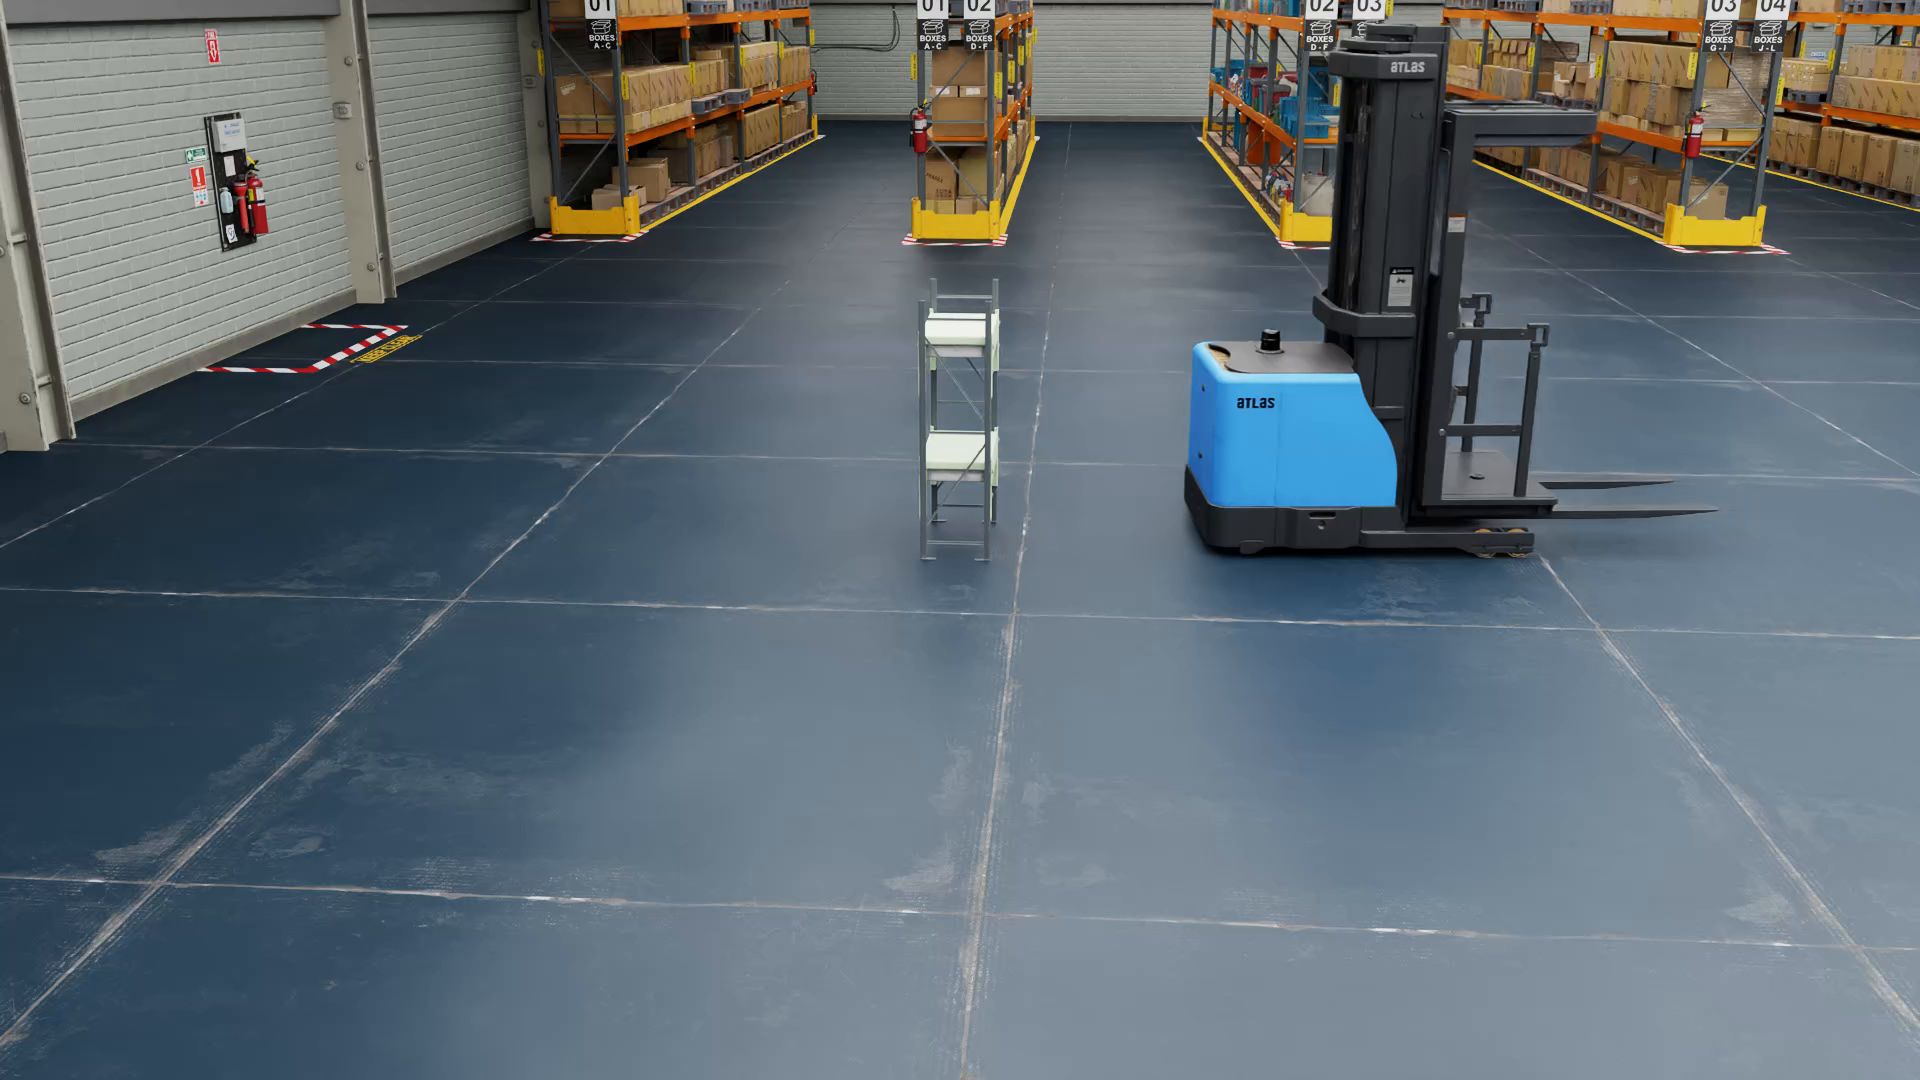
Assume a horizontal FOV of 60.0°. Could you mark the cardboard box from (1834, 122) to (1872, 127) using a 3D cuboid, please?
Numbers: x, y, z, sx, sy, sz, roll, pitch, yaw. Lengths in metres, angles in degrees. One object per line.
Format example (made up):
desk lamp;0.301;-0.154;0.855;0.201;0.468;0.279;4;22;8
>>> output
cardboard box;15.633;-7.203;29.224;0.500;0.250;0.500;0;18;1

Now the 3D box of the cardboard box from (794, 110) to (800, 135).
cardboard box;-3.868;-9.065;36.111;0.700;0.500;0.500;1;18;2

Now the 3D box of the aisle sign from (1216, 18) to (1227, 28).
aisle sign;5.744;-11.628;36.417;0.394;0.787;0.004;1;18;4

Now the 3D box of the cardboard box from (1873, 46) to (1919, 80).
cardboard box;15.230;-7.693;26.818;0.700;0.500;0.500;1;18;3

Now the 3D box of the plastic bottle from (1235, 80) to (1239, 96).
plastic bottle;5.170;-8.412;30.966;0.061;0.283;0.133;1;18;4

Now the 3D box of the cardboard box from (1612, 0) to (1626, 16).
cardboard box;9.828;-7.746;24.169;0.500;0.250;0.500;1;18;2

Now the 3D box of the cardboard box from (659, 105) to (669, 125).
cardboard box;-4.538;-6.175;24.159;0.500;0.250;0.500;1;18;4

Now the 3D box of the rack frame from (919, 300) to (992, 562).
rack frame;-0.027;-0.597;9.336;0.400;1.500;0.023;1;18;4

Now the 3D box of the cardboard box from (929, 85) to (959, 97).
cardboard box;-0.215;-5.985;22.168;0.380;0.149;0.250;1;18;3

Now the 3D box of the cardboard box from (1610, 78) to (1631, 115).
cardboard box;9.950;-6.422;24.066;0.875;0.500;0.500;1;18;4

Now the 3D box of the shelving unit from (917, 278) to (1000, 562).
shelving unit;0.000;-0.711;9.683;0.431;1.500;0.755;1;18;4

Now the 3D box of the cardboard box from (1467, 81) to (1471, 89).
cardboard box;10.421;-9.153;33.443;0.380;0.149;0.250;1;18;3

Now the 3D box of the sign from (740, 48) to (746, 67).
sign;-3.878;-8.603;29.630;0.100;0.325;0.005;1;18;4

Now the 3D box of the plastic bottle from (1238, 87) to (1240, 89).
plastic bottle;5.157;-8.238;30.567;0.097;0.201;0.097;0;18;0

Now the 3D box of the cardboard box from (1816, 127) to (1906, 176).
cardboard box;15.209;-6.570;28.094;1.050;0.750;0.750;1;18;3

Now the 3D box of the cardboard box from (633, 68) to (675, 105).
cardboard box;-4.509;-6.687;24.519;0.500;0.500;0.500;1;18;2

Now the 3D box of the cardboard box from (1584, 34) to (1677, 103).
cardboard box;10.312;-7.254;25.607;1.000;1.000;1.000;1;18;4

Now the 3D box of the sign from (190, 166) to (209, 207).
sign;-6.594;-3.069;14.416;0.001;0.329;0.234;1;18;4

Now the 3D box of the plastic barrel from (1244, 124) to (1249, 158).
plastic barrel;5.561;-7.436;30.996;0.600;0.588;0.708;1;18;4

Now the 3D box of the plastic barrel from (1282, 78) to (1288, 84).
plastic barrel;5.571;-7.477;27.745;0.421;0.512;0.421;0;18;0

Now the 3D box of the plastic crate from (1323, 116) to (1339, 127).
plastic crate;5.311;-6.001;23.844;0.530;0.136;0.437;1;18;4

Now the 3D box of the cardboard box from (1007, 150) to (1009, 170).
cardboard box;0.513;-6.030;26.351;0.500;0.311;0.500;1;18;4

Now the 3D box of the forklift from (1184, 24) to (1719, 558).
forklift;2.932;-1.453;9.651;3.031;2.935;1.130;0;18;-1

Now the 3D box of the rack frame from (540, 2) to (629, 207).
rack frame;-4.993;-5.615;22.243;1.000;3.000;0.127;1;18;4

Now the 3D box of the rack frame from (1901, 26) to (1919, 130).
rack frame;20.860;-10.032;35.721;1.000;3.000;0.127;1;18;4

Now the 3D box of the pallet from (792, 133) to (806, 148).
pallet;-3.916;-8.632;35.926;1.003;0.211;1.213;1;18;4

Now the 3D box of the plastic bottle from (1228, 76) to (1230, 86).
plastic bottle;5.297;-8.961;32.642;0.061;0.283;0.133;1;18;4

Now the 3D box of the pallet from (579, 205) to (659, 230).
pallet;-4.894;-4.565;23.517;1.003;0.211;1.213;1;18;4

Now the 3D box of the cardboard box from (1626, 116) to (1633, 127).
cardboard box;9.735;-5.958;23.691;0.380;0.149;0.250;1;18;4

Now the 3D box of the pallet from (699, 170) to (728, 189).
pallet;-4.567;-6.154;28.366;1.003;0.211;1.213;1;18;4

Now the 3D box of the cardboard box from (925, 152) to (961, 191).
cardboard box;-0.253;-5.239;23.633;0.500;0.500;0.500;1;18;4

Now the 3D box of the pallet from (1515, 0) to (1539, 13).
pallet;10.395;-9.305;28.990;1.213;0.211;1.003;2;18;6

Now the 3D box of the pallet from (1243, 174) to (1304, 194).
pallet;5.277;-5.936;27.700;1.003;0.211;1.213;1;18;4

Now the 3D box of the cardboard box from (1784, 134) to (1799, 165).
cardboard box;15.169;-7.009;29.837;0.500;0.500;0.500;2;18;6

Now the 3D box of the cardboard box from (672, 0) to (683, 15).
cardboard box;-4.496;-8.177;25.051;0.500;0.500;0.500;2;18;5

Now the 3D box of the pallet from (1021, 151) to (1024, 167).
pallet;0.703;-7.274;31.784;1.003;0.211;1.213;1;18;4

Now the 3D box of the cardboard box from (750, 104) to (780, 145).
cardboard box;-4.050;-8.316;33.262;0.750;0.750;0.750;1;18;5

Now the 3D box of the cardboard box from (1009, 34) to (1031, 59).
cardboard box;1.233;-10.376;35.005;0.500;0.500;0.500;2;18;6

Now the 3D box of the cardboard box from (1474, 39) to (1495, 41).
cardboard box;11.203;-10.522;35.777;0.500;0.500;0.500;2;18;5

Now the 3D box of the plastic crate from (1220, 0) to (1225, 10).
plastic crate;5.569;-11.051;34.205;0.437;0.282;0.530;1;18;4

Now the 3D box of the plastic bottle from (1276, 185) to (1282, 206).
plastic bottle;4.573;-4.929;23.805;0.061;0.283;0.133;2;18;5

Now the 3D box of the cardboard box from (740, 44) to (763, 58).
cardboard box;-4.030;-9.271;31.525;0.500;0.250;0.500;1;18;3

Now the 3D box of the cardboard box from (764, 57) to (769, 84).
cardboard box;-3.986;-9.077;32.138;0.500;0.500;0.500;1;18;4

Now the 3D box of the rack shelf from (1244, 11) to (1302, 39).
rack shelf;5.318;-8.341;26.900;1.077;0.370;4.000;1;18;4

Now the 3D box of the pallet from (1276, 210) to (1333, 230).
pallet;4.910;-4.346;22.847;1.003;0.211;1.213;1;18;4

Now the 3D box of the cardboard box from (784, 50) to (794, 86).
cardboard box;-4.020;-9.880;34.775;0.980;0.700;0.700;1;18;3

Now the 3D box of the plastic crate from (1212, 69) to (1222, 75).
plastic crate;5.642;-10.039;35.915;0.416;0.233;0.300;1;18;4

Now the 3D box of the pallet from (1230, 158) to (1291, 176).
pallet;5.477;-6.800;30.335;1.003;0.211;1.213;1;18;4

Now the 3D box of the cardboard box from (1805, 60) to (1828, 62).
cardboard box;15.700;-8.698;30.423;0.380;0.149;0.250;0;18;1

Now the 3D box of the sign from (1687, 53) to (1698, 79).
sign;9.276;-6.003;21.058;0.100;0.325;0.005;1;18;4

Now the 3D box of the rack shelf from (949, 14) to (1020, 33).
rack shelf;0.378;-8.453;27.241;1.077;0.370;4.000;1;18;4

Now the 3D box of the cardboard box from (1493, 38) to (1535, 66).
cardboard box;10.651;-9.336;31.827;0.797;0.503;0.637;1;18;2
